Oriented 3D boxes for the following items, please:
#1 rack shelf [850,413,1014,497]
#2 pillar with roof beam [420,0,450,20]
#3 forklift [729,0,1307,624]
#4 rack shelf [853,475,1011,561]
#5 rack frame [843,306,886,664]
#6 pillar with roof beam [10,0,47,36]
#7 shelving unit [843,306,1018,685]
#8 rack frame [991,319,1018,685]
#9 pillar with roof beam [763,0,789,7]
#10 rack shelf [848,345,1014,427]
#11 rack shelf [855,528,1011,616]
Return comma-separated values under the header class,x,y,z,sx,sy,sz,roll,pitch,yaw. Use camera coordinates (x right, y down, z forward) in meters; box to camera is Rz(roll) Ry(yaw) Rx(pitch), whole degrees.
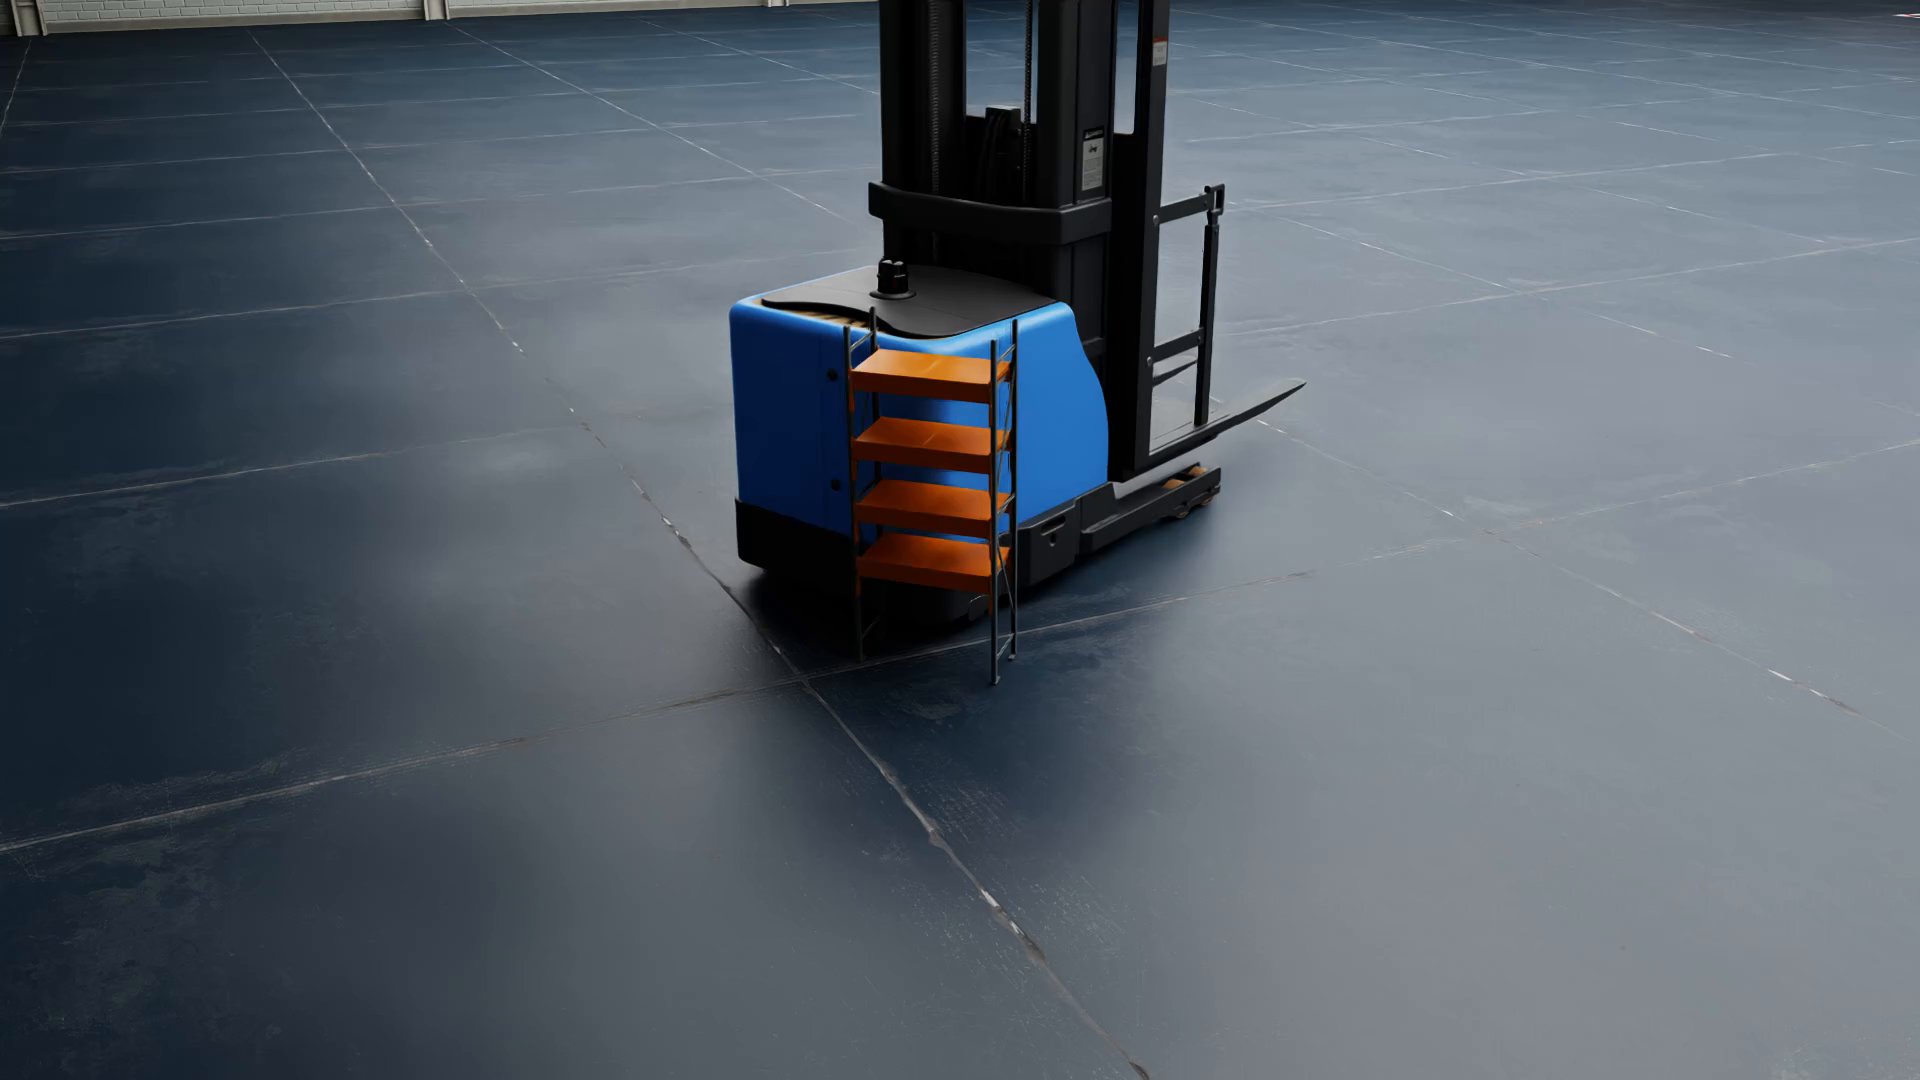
class,x,y,z,sx,sy,sz,roll,pitch,yaw
rack shelf,-0.087,-0.282,5.443,0.480,0.148,0.258,8,25,18
pillar with roof beam,-6.883,-11.381,22.479,0.400,9.000,9.100,-10,25,-24
forklift,0.463,-1.550,6.663,1.130,2.935,3.031,17,28,36
rack shelf,-0.085,-0.078,5.534,0.480,0.148,0.258,8,25,18
rack frame,-0.316,-0.170,5.581,0.015,1.200,0.240,8,25,18
pillar with roof beam,-12.289,-10.386,20.074,0.400,9.000,9.100,-10,25,-24
shelving unit,-0.085,-0.139,5.507,0.503,1.200,0.258,8,25,18
rack frame,0.145,-0.109,5.433,0.015,1.200,0.240,8,25,18
pillar with roof beam,-1.476,-12.376,24.883,0.400,9.000,9.100,-10,25,-24
rack shelf,-0.089,-0.498,5.346,0.480,0.148,0.258,8,25,18
rack shelf,-0.083,0.104,5.615,0.480,0.148,0.258,8,25,18
